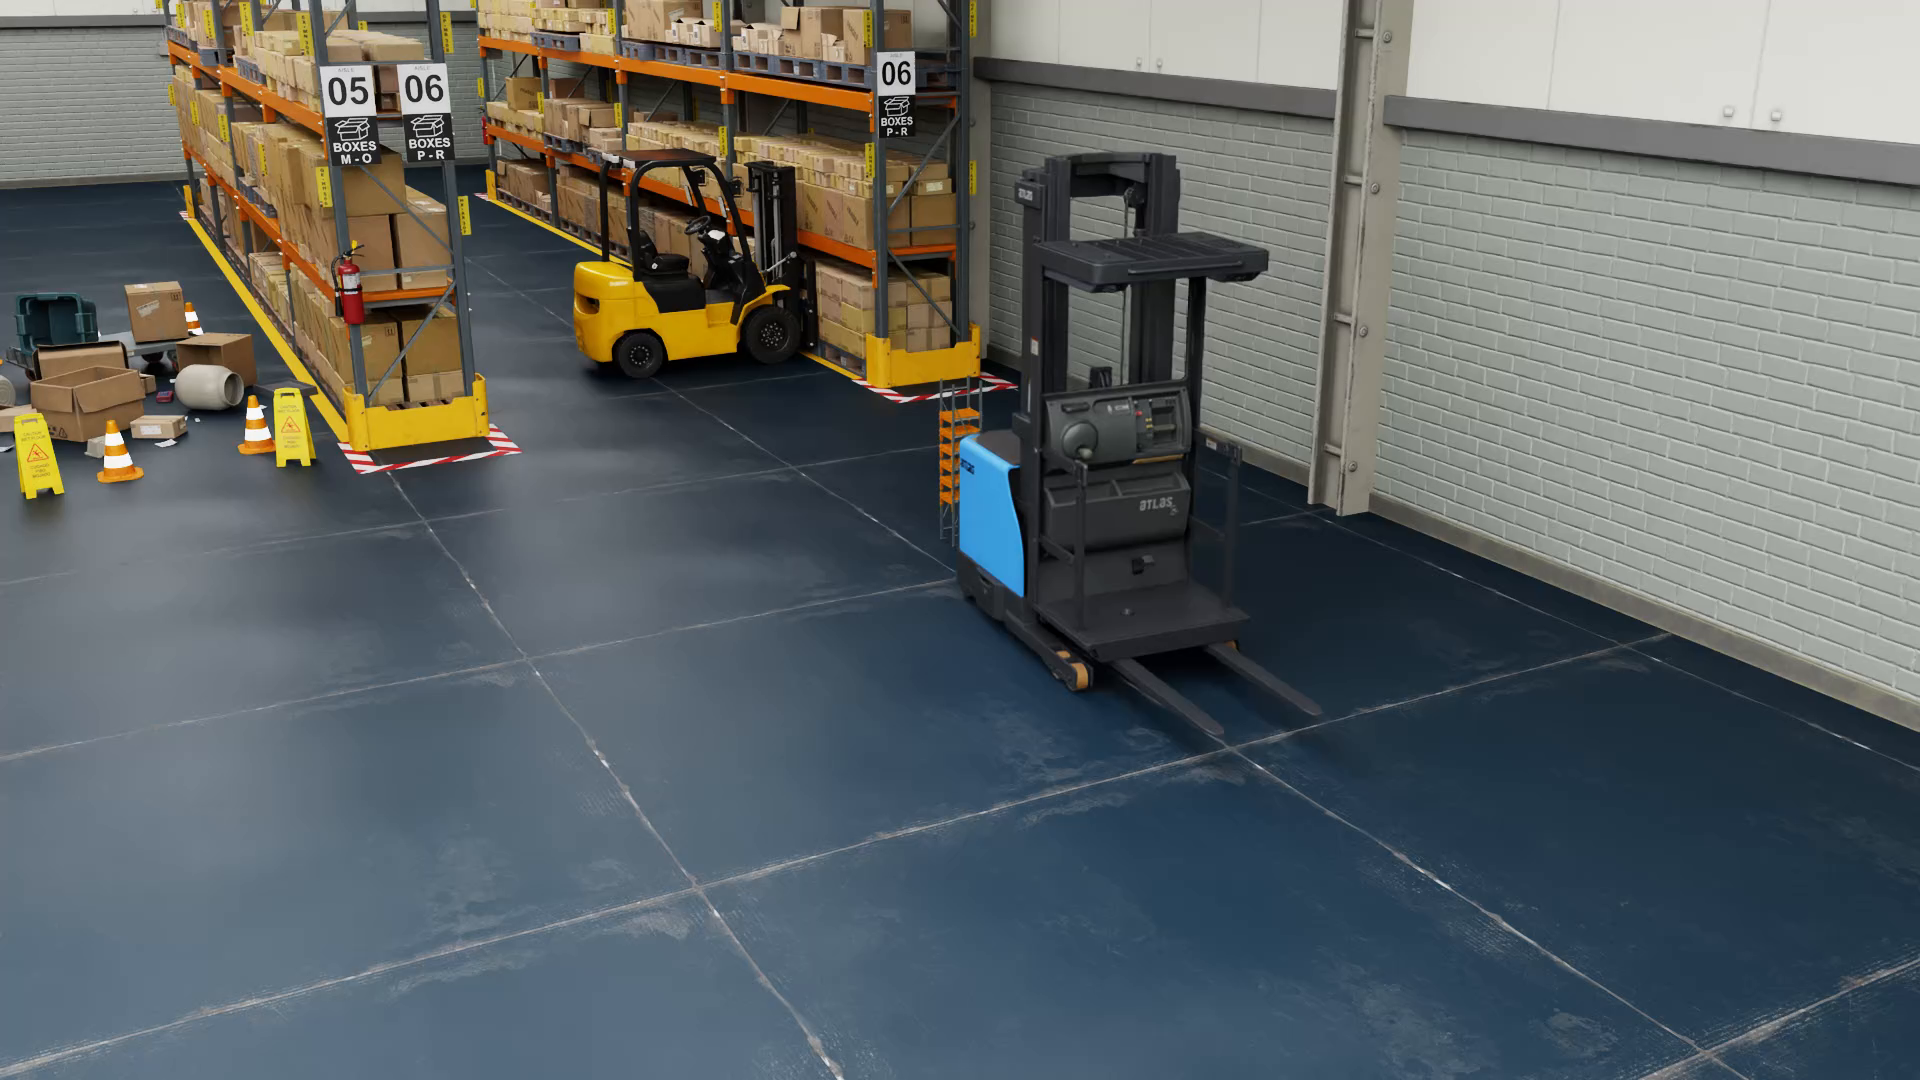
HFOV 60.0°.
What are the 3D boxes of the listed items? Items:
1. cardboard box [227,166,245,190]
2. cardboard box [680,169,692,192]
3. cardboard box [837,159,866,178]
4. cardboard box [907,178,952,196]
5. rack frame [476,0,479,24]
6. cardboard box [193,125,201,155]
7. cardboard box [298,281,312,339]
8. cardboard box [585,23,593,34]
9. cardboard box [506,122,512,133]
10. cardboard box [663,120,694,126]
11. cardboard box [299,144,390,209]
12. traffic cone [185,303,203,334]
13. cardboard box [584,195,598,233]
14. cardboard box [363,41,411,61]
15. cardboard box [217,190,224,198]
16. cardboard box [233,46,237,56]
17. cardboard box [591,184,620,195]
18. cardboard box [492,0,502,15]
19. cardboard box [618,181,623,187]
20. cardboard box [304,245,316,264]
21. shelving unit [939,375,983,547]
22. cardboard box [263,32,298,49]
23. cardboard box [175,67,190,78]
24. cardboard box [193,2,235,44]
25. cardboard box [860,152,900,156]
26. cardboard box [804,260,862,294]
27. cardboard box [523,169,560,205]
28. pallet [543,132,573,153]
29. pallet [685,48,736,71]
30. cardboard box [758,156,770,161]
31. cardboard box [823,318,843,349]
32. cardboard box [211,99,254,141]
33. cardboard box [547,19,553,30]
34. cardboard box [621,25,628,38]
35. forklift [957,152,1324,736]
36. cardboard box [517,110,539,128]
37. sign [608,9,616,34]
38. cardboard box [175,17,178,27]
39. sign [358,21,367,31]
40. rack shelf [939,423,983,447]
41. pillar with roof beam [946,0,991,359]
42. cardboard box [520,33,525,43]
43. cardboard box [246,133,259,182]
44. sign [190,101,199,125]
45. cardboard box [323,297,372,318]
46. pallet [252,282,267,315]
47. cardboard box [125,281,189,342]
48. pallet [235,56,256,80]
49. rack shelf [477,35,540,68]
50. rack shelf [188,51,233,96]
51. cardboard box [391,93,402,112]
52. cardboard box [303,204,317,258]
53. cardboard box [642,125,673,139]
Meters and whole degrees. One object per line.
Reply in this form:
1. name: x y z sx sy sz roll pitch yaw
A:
1. cardboard box: -9.009 -4.622 21.158 0.500 0.250 0.500 -11 22 -29
2. cardboard box: -3.196 -4.534 20.902 0.500 0.250 0.500 -10 21 -26
3. cardboard box: -1.023 -3.763 16.835 0.380 0.149 0.250 -9 21 -25
4. cardboard box: -0.308 -3.553 16.682 0.380 0.149 0.250 -11 22 -28
5. rack frame: -7.973 -10.490 28.737 1.000 3.000 0.127 -10 21 -27
6. cardboard box: -11.134 -6.024 24.837 0.500 0.500 0.500 -11 22 -28
7. cardboard box: -6.334 -2.330 16.707 0.500 0.500 0.500 -9 21 -24
8. cardboard box: -5.142 -7.331 23.800 0.380 0.149 0.250 -9 21 -25
9. cardboard box: -7.490 -7.021 28.266 0.380 0.149 0.250 -11 22 -28
10. cardboard box: -3.841 -5.650 22.759 0.380 0.149 0.250 -9 21 -25
11. cardboard box: -5.410 -3.211 14.697 0.700 0.500 0.500 -10 21 -26
12. traffic cone: -8.462 -2.380 18.319 0.336 0.463 0.334 -10 21 -27
13. cardboard box: -5.306 -4.904 24.934 0.500 0.500 0.500 -11 22 -29
14. cardboard box: -4.864 -4.171 14.185 0.380 0.149 0.250 -10 21 -27
15. cardboard box: -11.069 -5.177 25.821 0.875 0.438 0.875 -11 22 -28
16. cardboard box: -8.419 -5.753 19.811 0.396 0.266 0.258 -10 21 -27
17. cardboard box: -5.308 -5.248 24.934 0.380 0.149 0.250 -10 21 -26
18. cardboard box: -7.507 -8.921 27.796 0.500 0.250 0.500 -10 22 -27
19. cardboard box: -4.992 -5.404 25.387 0.380 0.149 0.250 -10 21 -26
20. cardboard box: -6.030 -2.744 15.871 0.380 0.149 0.250 -10 21 -27
21. shelving unit: 0.007 -0.563 11.924 0.258 1.200 0.189 -10 21 -27
22. cardboard box: -6.512 -4.828 16.088 0.380 0.149 0.250 -11 22 -28
23. cardboard box: -12.205 -7.410 26.326 0.380 0.149 0.250 -9 21 -25
24. cardboard box: -9.632 -6.713 21.591 0.500 0.500 0.500 -10 21 -26
25. cardboard box: -0.830 -3.985 17.476 0.380 0.149 0.250 -9 21 -25
26. cardboard box: -1.364 -2.806 17.703 0.500 0.250 0.500 -10 21 -26
27. cardboard box: -6.901 -5.932 27.912 0.700 0.500 0.500 -11 22 -29
28. pallet: -5.790 -6.169 25.706 1.003 0.211 1.213 -10 21 -27
29. pallet: -2.704 -5.788 20.003 0.805 0.209 1.217 -11 22 -29
30. cardboard box: -2.030 -4.205 18.570 0.380 0.149 0.250 -9 21 -25
31. cardboard box: -1.104 -2.190 17.452 0.500 0.250 0.500 -10 21 -27
32. cardboard box: -9.497 -5.506 21.802 0.500 0.500 0.500 -10 21 -27
33. cardboard box: -5.937 -7.681 24.782 0.380 0.149 0.250 -10 21 -26
34. cardboard box: -4.275 -6.764 22.098 0.380 0.166 0.250 -10 21 -27
35. forklift: 1.024 -0.669 9.578 1.130 2.935 3.031 -8 21 -22
36. cardboard box: -7.006 -6.971 27.509 0.500 0.250 0.500 -10 21 -27
37. sign: -4.652 -6.937 22.245 0.100 0.325 0.005 -10 21 -27
38. cardboard box: -12.025 -8.082 25.943 0.380 0.149 0.250 -9 21 -25
39. sign: -6.167 -5.188 17.178 0.100 0.325 0.005 -10 21 -27
40. rack shelf: 0.007 -0.748 11.860 0.258 0.103 0.180 -10 21 -27
41. pillar with roof beam: -3.701 -5.570 14.478 9.100 9.000 0.400 -10 21 -27
42. cardboard box: -6.850 -8.083 26.745 0.380 0.149 0.250 -10 21 -27
43. cardboard box: -7.788 -4.365 18.929 0.500 0.500 0.500 -11 22 -29
44. sign: -10.927 -6.097 23.752 0.100 0.325 0.005 -10 21 -27
45. cardboard box: -5.585 -2.136 15.150 0.380 0.149 0.250 -9 21 -25
46. pallet: -8.170 -3.045 20.633 1.003 0.211 1.213 -10 21 -27
47. cardboard box: -8.193 -2.332 16.962 0.500 0.500 0.500 -10 21 -27
48. pallet: -7.335 -5.260 18.466 1.213 0.211 1.003 -10 21 -27
49. rack shelf: -7.023 -8.158 27.680 1.077 0.370 4.000 -10 21 -27
50. rack shelf: -9.490 -6.240 22.121 1.077 0.370 4.000 -10 21 -27
51. cardboard box: -4.613 -3.736 14.147 0.380 0.149 0.250 -10 21 -27
52. cardboard box: -5.710 -2.881 15.273 0.500 0.500 0.500 -10 21 -27
53. cardboard box: -4.009 -5.429 22.117 0.380 0.149 0.250 -9 21 -25
